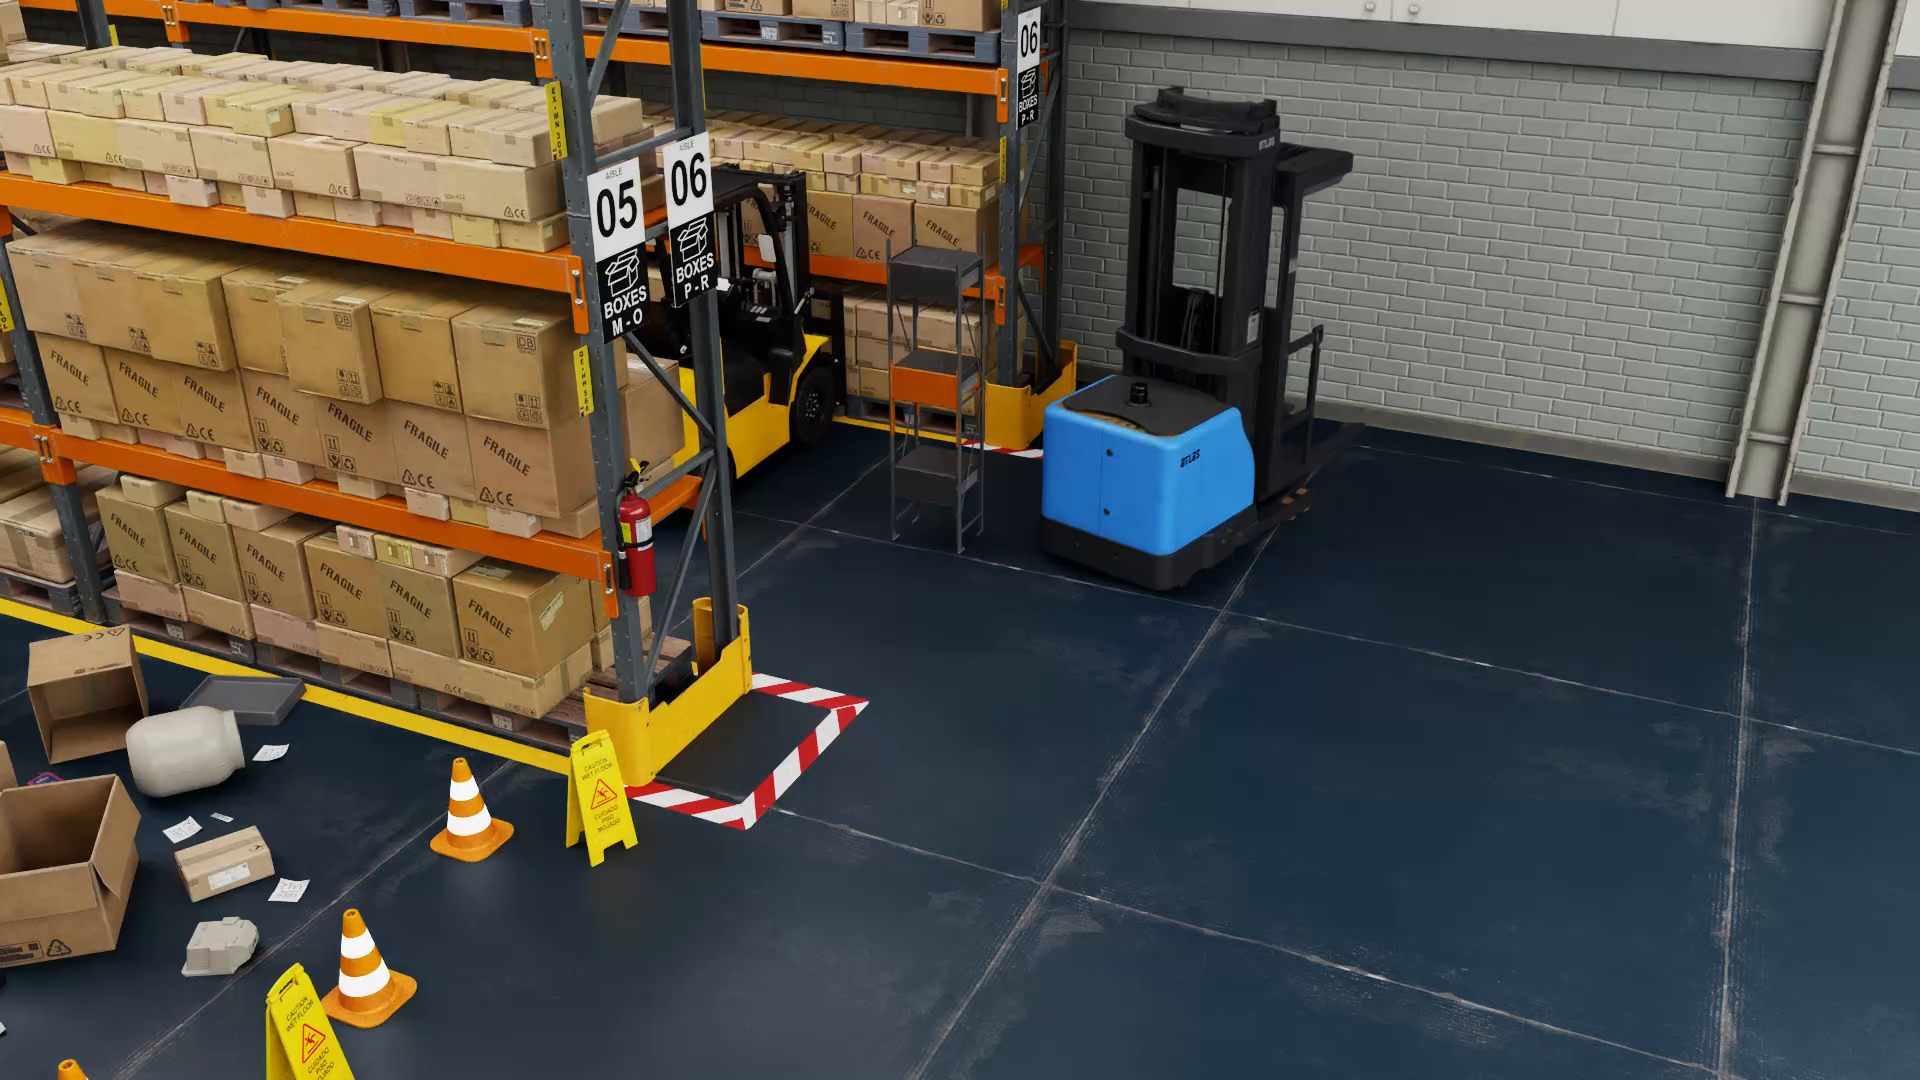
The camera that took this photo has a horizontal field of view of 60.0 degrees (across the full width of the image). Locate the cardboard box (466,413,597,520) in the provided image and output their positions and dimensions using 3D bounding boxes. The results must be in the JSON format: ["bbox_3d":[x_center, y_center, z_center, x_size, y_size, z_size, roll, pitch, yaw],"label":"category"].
[{"bbox_3d":[-2.114,-0.464,8.415,0.500,0.500,0.500,11,28,21],"label":"cardboard box"}]

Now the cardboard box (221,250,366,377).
[{"bbox_3d":[-3.423,-1.224,8.828,0.500,0.500,0.700,11,28,21],"label":"cardboard box"}]

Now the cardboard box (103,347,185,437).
[{"bbox_3d":[-4.396,-0.932,9.366,0.500,0.500,0.500,11,28,22],"label":"cardboard box"}]

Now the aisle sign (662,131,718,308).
[{"bbox_3d":[-1.321,-1.576,8.183,0.004,0.787,0.394,11,28,22],"label":"aisle sign"}]

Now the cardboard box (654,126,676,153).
[{"bbox_3d":[-2.225,-3.174,13.185,0.250,0.149,0.380,12,29,23],"label":"cardboard box"}]

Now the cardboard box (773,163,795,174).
[{"bbox_3d":[-1.254,-2.887,12.939,0.250,0.149,0.380,11,28,21],"label":"cardboard box"}]

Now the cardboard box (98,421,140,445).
[{"bbox_3d":[-4.742,-0.704,9.637,0.250,0.149,0.380,12,29,23],"label":"cardboard box"}]

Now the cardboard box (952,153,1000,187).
[{"bbox_3d":[0.132,-2.743,12.312,0.250,0.149,0.380,11,28,22],"label":"cardboard box"}]

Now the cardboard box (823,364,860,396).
[{"bbox_3d":[-0.914,-1.397,13.398,0.500,0.250,0.500,12,29,22],"label":"cardboard box"}]

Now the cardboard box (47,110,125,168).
[{"bbox_3d":[-4.387,-2.159,8.746,0.500,0.250,0.500,11,28,21],"label":"cardboard box"}]

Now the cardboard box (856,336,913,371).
[{"bbox_3d":[-0.479,-1.532,13.107,0.500,0.250,0.500,11,28,21],"label":"cardboard box"}]

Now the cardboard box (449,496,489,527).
[{"bbox_3d":[-2.436,-0.224,8.663,0.250,0.149,0.380,11,28,21],"label":"cardboard box"}]

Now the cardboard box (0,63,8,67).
[{"bbox_3d":[-5.739,-2.544,9.389,0.500,0.250,0.500,11,28,21],"label":"cardboard box"}]

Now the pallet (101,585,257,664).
[{"bbox_3d":[-4.521,0.331,10.408,1.213,0.211,1.003,11,28,22],"label":"pallet"}]

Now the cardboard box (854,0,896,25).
[{"bbox_3d":[-0.566,-3.888,11.988,0.258,0.266,0.396,11,28,22],"label":"cardboard box"}]

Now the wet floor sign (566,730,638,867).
[{"bbox_3d":[-1.776,1.224,8.102,0.232,0.644,0.267,23,35,39],"label":"wet floor sign"}]

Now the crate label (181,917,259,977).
[{"bbox_3d":[-3.323,1.817,7.474,0.298,0.136,0.250,-2,26,-5],"label":"crate label"}]

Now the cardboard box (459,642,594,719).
[{"bbox_3d":[-2.375,0.704,9.131,0.500,0.250,0.500,11,28,22],"label":"cardboard box"}]

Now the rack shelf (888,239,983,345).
[{"bbox_3d":[-0.151,-1.588,10.614,0.480,0.518,0.431,11,28,22],"label":"rack shelf"}]

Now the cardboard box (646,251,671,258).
[{"bbox_3d":[-2.568,-2.416,14.336,0.500,0.250,0.500,12,29,23],"label":"cardboard box"}]

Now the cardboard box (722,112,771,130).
[{"bbox_3d":[-1.741,-3.376,13.596,0.250,0.149,0.380,11,28,21],"label":"cardboard box"}]

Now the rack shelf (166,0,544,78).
[{"bbox_3d":[-4.917,-4.413,14.306,4.000,0.370,1.077,11,28,22],"label":"rack shelf"}]

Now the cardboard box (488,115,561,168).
[{"bbox_3d":[-1.936,-1.831,7.628,0.250,0.149,0.380,12,29,22],"label":"cardboard box"}]

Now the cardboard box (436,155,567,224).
[{"bbox_3d":[-2.083,-1.694,7.802,0.500,0.250,0.500,11,28,21],"label":"cardboard box"}]

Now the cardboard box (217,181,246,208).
[{"bbox_3d":[-3.559,-1.823,8.515,0.250,0.149,0.380,12,28,22],"label":"cardboard box"}]

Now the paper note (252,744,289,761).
[{"bbox_3d":[-3.715,1.142,8.965,0.148,0.019,0.142,2,26,4],"label":"paper note"}]

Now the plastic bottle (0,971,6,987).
[{"bbox_3d":[-4.362,1.946,7.297,0.283,0.061,0.133,2,26,4],"label":"plastic bottle"}]

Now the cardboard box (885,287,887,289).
[{"bbox_3d":[-0.270,-1.951,13.391,0.500,0.250,0.500,11,28,22],"label":"cardboard box"}]

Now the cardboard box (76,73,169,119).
[{"bbox_3d":[-4.282,-2.284,8.548,0.250,0.149,0.380,11,28,21],"label":"cardboard box"}]

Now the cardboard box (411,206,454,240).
[{"bbox_3d":[-2.415,-1.577,8.016,0.250,0.149,0.380,12,29,23],"label":"cardboard box"}]

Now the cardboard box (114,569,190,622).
[{"bbox_3d":[-4.722,0.233,10.087,0.500,0.250,0.500,10,28,19],"label":"cardboard box"}]

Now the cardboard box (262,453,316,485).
[{"bbox_3d":[-3.592,-0.456,9.135,0.250,0.149,0.380,11,28,22],"label":"cardboard box"}]

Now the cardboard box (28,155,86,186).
[{"bbox_3d":[-4.751,-2.034,8.944,0.250,0.149,0.380,11,28,22],"label":"cardboard box"}]

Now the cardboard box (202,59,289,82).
[{"bbox_3d":[-3.814,-2.465,8.915,0.250,0.149,0.380,11,28,21],"label":"cardboard box"}]

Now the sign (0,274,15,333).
[{"bbox_3d":[-5.374,-1.324,9.302,0.005,0.325,0.100,11,28,22],"label":"sign"}]

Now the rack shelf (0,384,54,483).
[{"bbox_3d":[-6.968,-1.071,10.914,4.000,0.370,1.077,11,28,22],"label":"rack shelf"}]

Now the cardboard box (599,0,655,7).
[{"bbox_3d":[-2.440,-4.314,12.802,0.500,0.311,0.500,12,29,23],"label":"cardboard box"}]

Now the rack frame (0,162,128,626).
[{"bbox_3d":[-5.147,-1.028,10.012,0.127,3.000,1.000,11,28,22],"label":"rack frame"}]

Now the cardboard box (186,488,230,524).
[{"bbox_3d":[-4.164,-0.254,9.493,0.250,0.149,0.380,13,29,24],"label":"cardboard box"}]

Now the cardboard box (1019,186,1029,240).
[{"bbox_3d":[0.209,-2.540,12.971,0.500,0.500,0.500,12,29,23],"label":"cardboard box"}]

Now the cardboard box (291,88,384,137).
[{"bbox_3d":[-3.052,-2.106,8.186,0.250,0.149,0.380,11,28,20],"label":"cardboard box"}]

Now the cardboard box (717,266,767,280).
[{"bbox_3d":[-1.867,-2.030,13.552,0.500,0.250,0.500,12,29,24],"label":"cardboard box"}]

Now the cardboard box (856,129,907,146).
[{"bbox_3d":[-0.612,-3.103,13.043,0.250,0.149,0.380,12,29,23],"label":"cardboard box"}]

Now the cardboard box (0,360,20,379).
[{"bbox_3d":[-5.730,-1.087,9.941,0.250,0.149,0.380,12,29,23],"label":"cardboard box"}]

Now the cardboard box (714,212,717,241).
[{"bbox_3d":[-1.858,-2.703,13.300,0.500,0.500,0.500,11,28,21],"label":"cardboard box"}]

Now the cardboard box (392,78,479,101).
[{"bbox_3d":[-2.646,-2.227,8.434,0.250,0.149,0.380,11,28,22],"label":"cardboard box"}]

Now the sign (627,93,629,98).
[{"bbox_3d":[-2.868,-3.672,14.312,0.005,0.325,0.100,11,28,22],"label":"sign"}]

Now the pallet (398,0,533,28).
[{"bbox_3d":[-3.904,-4.441,13.764,1.217,0.209,0.805,10,28,20],"label":"pallet"}]

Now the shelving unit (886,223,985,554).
[{"bbox_3d":[-0.151,-0.972,10.917,0.503,2.100,0.431,11,28,22],"label":"shelving unit"}]

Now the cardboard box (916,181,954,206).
[{"bbox_3d":[-0.131,-2.615,12.387,0.250,0.149,0.380,12,29,23],"label":"cardboard box"}]

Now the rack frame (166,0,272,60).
[{"bbox_3d":[-6.737,-3.756,15.553,0.127,3.000,1.000,11,28,22],"label":"rack frame"}]

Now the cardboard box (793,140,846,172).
[{"bbox_3d":[-1.071,-2.936,12.704,0.250,0.149,0.380,12,29,23],"label":"cardboard box"}]

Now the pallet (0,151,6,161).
[{"bbox_3d":[-5.665,-2.445,9.707,1.003,0.211,1.213,11,28,22],"label":"pallet"}]

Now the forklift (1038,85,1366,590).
[{"bbox_3d":[1.853,-1.575,11.200,1.130,2.935,3.031,20,33,35],"label":"forklift"}]

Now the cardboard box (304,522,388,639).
[{"bbox_3d":[-3.276,0.181,9.344,0.500,0.500,0.500,11,28,21],"label":"cardboard box"}]
